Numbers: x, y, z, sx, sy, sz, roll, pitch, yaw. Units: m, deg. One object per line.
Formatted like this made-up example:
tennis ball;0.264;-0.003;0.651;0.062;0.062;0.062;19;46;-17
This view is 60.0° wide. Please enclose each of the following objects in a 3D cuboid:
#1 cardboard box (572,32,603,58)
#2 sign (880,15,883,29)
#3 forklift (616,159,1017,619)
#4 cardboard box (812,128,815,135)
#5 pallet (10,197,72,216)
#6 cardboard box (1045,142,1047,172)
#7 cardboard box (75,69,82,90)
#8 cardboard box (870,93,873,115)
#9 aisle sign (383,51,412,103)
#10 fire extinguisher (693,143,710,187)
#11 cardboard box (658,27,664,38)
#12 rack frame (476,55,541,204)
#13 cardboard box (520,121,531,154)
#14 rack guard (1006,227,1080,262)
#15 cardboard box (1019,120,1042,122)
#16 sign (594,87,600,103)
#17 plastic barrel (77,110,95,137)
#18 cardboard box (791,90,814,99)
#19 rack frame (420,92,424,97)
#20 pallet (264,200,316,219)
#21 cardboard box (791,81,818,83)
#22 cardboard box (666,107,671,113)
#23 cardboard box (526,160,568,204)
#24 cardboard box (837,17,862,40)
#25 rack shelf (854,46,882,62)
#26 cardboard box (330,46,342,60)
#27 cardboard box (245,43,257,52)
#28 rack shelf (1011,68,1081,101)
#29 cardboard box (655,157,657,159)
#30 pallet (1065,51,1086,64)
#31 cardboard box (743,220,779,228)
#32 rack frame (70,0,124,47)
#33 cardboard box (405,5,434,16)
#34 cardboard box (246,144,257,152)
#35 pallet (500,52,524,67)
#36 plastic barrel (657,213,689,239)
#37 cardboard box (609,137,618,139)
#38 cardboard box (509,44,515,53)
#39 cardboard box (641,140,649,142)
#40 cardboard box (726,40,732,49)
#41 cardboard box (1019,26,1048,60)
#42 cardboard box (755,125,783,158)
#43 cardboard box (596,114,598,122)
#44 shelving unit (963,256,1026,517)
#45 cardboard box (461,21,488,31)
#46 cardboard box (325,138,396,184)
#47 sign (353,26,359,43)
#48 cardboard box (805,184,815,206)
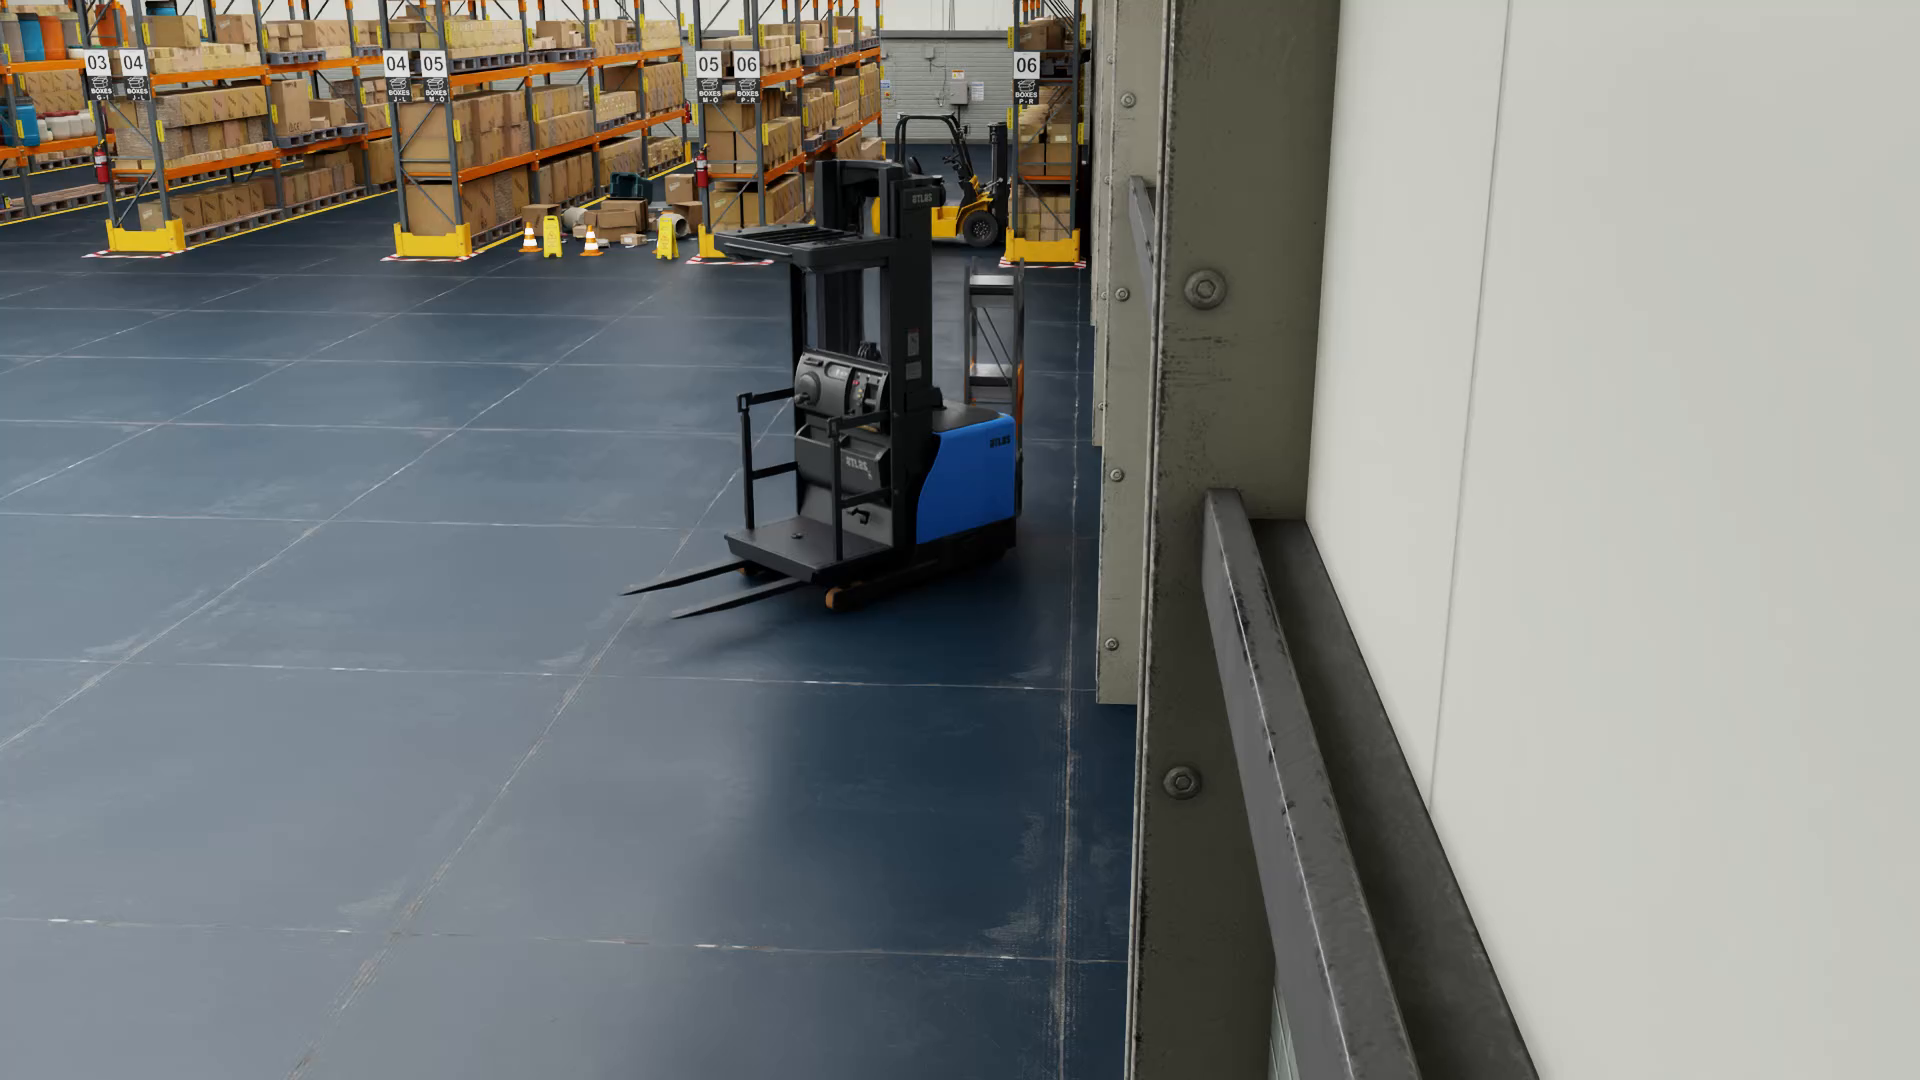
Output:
cardboard box;-7.691;-10.220;34.317;0.500;0.500;0.500;1;18;4
sign;-1.939;-12.773;40.975;0.100;0.325;0.005;1;18;4
forklift;-0.985;-1.080;11.513;3.031;2.935;1.130;-17;24;-41
cardboard box;-2.954;-7.745;31.471;0.380;0.149;0.250;2;18;5
pallet;-18.147;-6.505;32.438;1.003;0.211;1.213;1;18;4
cardboard box;1.653;-6.259;27.048;0.500;0.500;0.500;2;18;6
cardboard box;-22.070;-11.485;41.389;0.500;0.500;0.500;2;18;5
cardboard box;-2.352;-10.397;39.674;0.500;0.500;0.500;2;18;6
aisle sign;-8.875;-7.311;26.242;0.394;0.787;0.004;1;18;4
fire extinguisher;-4.094;-5.950;26.387;0.296;0.674;0.183;1;18;4
cardboard box;-7.326;-12.029;39.436;0.500;0.250;0.500;0;18;2
rack frame;-8.284;-7.333;30.485;1.000;3.000;0.127;1;18;4
cardboard box;-8.298;-7.290;30.111;0.875;0.550;0.550;1;18;4
rack guard;1.323;-4.707;26.484;1.175;0.500;0.348;1;18;4
cardboard box;1.119;-6.674;26.795;0.380;0.149;0.250;2;18;5
sign;-7.443;-9.114;34.062;0.100;0.325;0.005;1;18;4
plastic barrel;-17.768;-8.426;33.641;0.421;0.512;0.421;0;18;0
cardboard box;-2.978;-8.429;31.474;0.380;0.149;0.250;2;18;7
rack frame;-12.650;-9.960;38.502;1.000;3.000;0.127;1;18;4
pallet;-13.170;-6.392;32.091;1.003;0.211;1.213;1;18;4
cardboard box;-3.248;-9.345;34.859;0.500;0.500;0.500;2;18;5
cardboard box;-7.267;-10.518;40.607;0.380;0.149;0.250;0;18;1
cardboard box;-8.256;-6.958;32.279;1.050;0.750;0.750;1;18;4
cardboard box;-2.514;-11.637;37.806;0.500;0.500;0.500;2;18;5
rack shelf;-2.623;-11.443;39.367;1.077;0.370;4.000;1;18;4
cardboard box;-12.749;-9.764;33.328;0.500;0.250;0.500;1;18;4
cardboard box;-12.959;-8.911;30.085;0.380;0.149;0.250;2;18;6
rack shelf;1.468;-7.607;27.658;1.077;0.370;4.000;1;18;4
cardboard box;-7.410;-9.009;39.505;0.380;0.149;0.250;1;18;3
pallet;1.862;-9.162;31.553;1.003;0.211;1.213;2;18;6
cardboard box;-3.292;-5.149;27.561;0.500;0.250;0.500;1;18;3
rack frame;-17.877;-11.679;34.114;1.000;3.000;0.127;1;18;4
cardboard box;-12.577;-12.328;38.712;0.500;0.250;0.500;0;18;0
cardboard box;-13.051;-7.129;30.265;0.380;0.149;0.250;1;18;4
pallet;-8.353;-8.462;29.257;1.003;0.211;1.213;1;18;4
plastic barrel;-4.988;-5.463;28.915;0.512;0.421;0.421;17;25;41
cardboard box;-8.027;-8.962;37.593;0.500;0.250;0.500;0;18;1
cardboard box;-8.026;-8.607;29.125;0.380;0.149;0.250;2;18;5
cardboard box;-7.810;-9.704;40.669;0.380;0.149;0.250;2;18;6
cardboard box;-3.840;-7.888;26.483;0.380;0.149;0.250;2;18;5
cardboard box;1.114;-7.765;25.990;0.500;0.500;0.500;2;18;6
cardboard box;-3.246;-6.661;27.795;0.500;0.500;0.500;1;18;3
cardboard box;-7.764;-8.790;34.661;0.380;0.149;0.250;1;18;3
shelving unit;0.266;-1.117;12.961;0.431;2.100;0.503;2;18;7
cardboard box;-8.119;-8.594;27.803;0.380;0.149;0.250;2;18;5
cardboard box;-12.867;-8.121;35.628;1.225;0.875;0.875;0;18;1
sign;-12.396;-10.376;34.124;0.100;0.325;0.005;1;18;4
cardboard box;-3.256;-6.591;31.767;0.950;0.372;0.625;2;18;7
